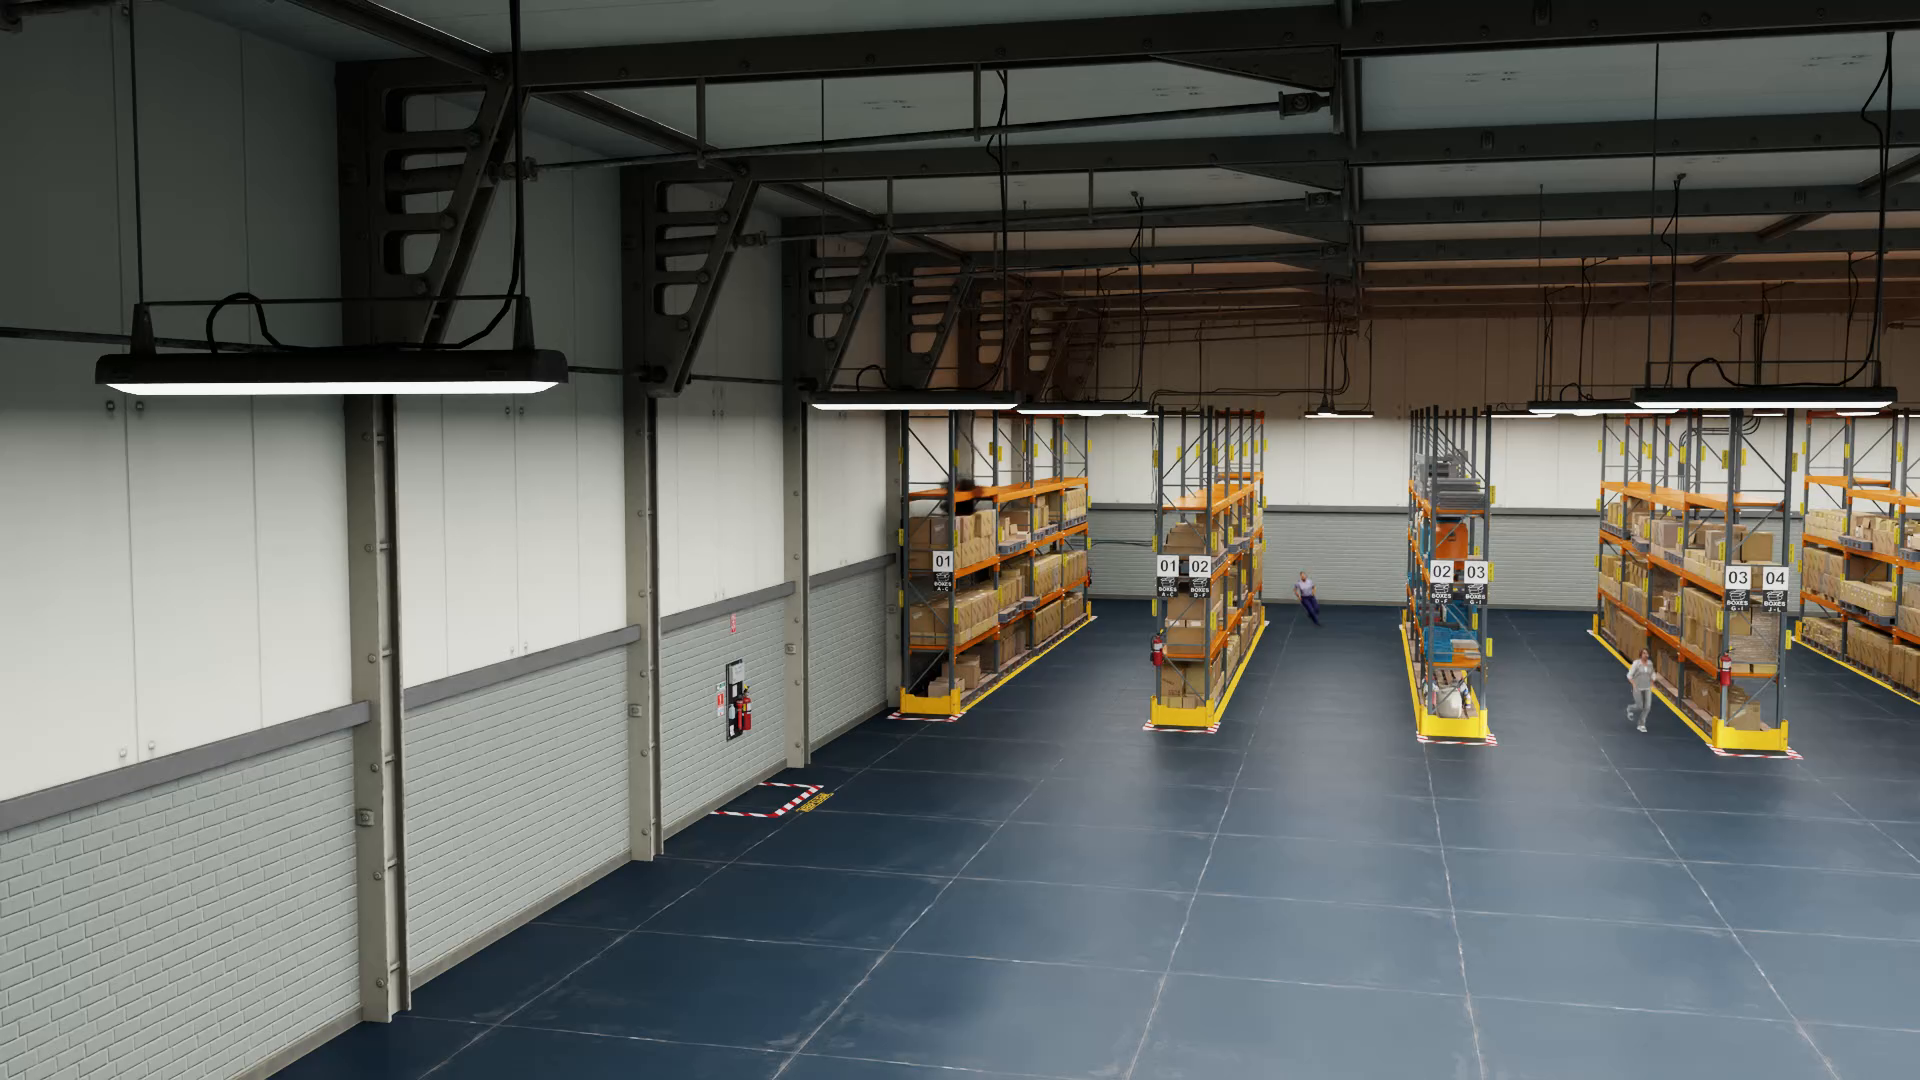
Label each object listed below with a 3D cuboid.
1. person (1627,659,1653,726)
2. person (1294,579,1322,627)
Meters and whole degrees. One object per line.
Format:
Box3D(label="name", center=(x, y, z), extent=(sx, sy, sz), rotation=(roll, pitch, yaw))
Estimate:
Box3D(label="person", center=(12.599, 2.813, 30.783), extent=(0.346, 1.252, 0.536), rotation=(0, 4, -1))
Box3D(label="person", center=(9.708, 1.740, 46.461), extent=(0.716, 1.339, 0.530), rotation=(-1, 4, -14))
